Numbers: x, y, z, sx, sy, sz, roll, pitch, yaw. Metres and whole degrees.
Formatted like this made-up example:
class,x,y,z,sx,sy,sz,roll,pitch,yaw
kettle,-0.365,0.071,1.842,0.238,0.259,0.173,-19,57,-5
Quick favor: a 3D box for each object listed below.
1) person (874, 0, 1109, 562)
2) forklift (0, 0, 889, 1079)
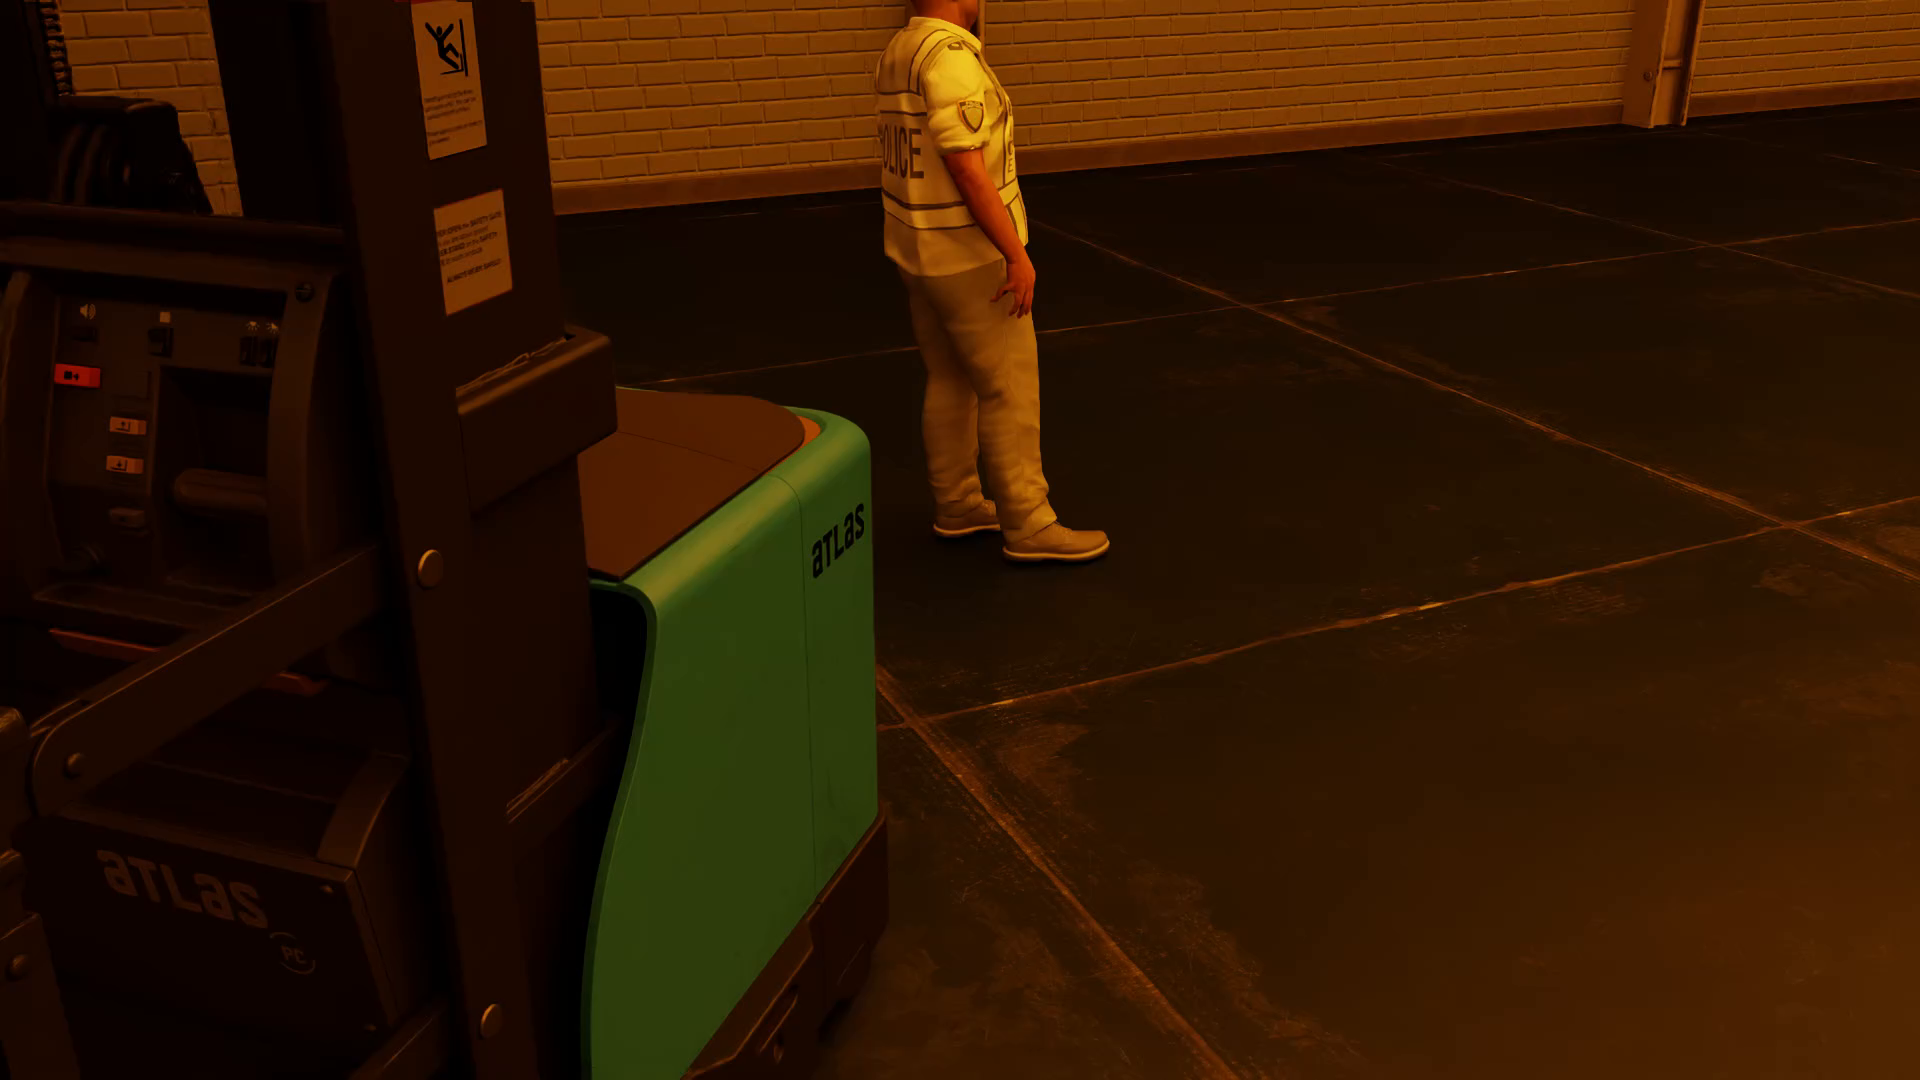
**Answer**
class,x,y,z,sx,sy,sz,roll,pitch,yaw
person,0.075,-0.838,4.782,0.575,1.781,0.640,-10,25,-23
forklift,-1.113,-0.109,1.548,1.130,2.935,3.031,8,24,18
